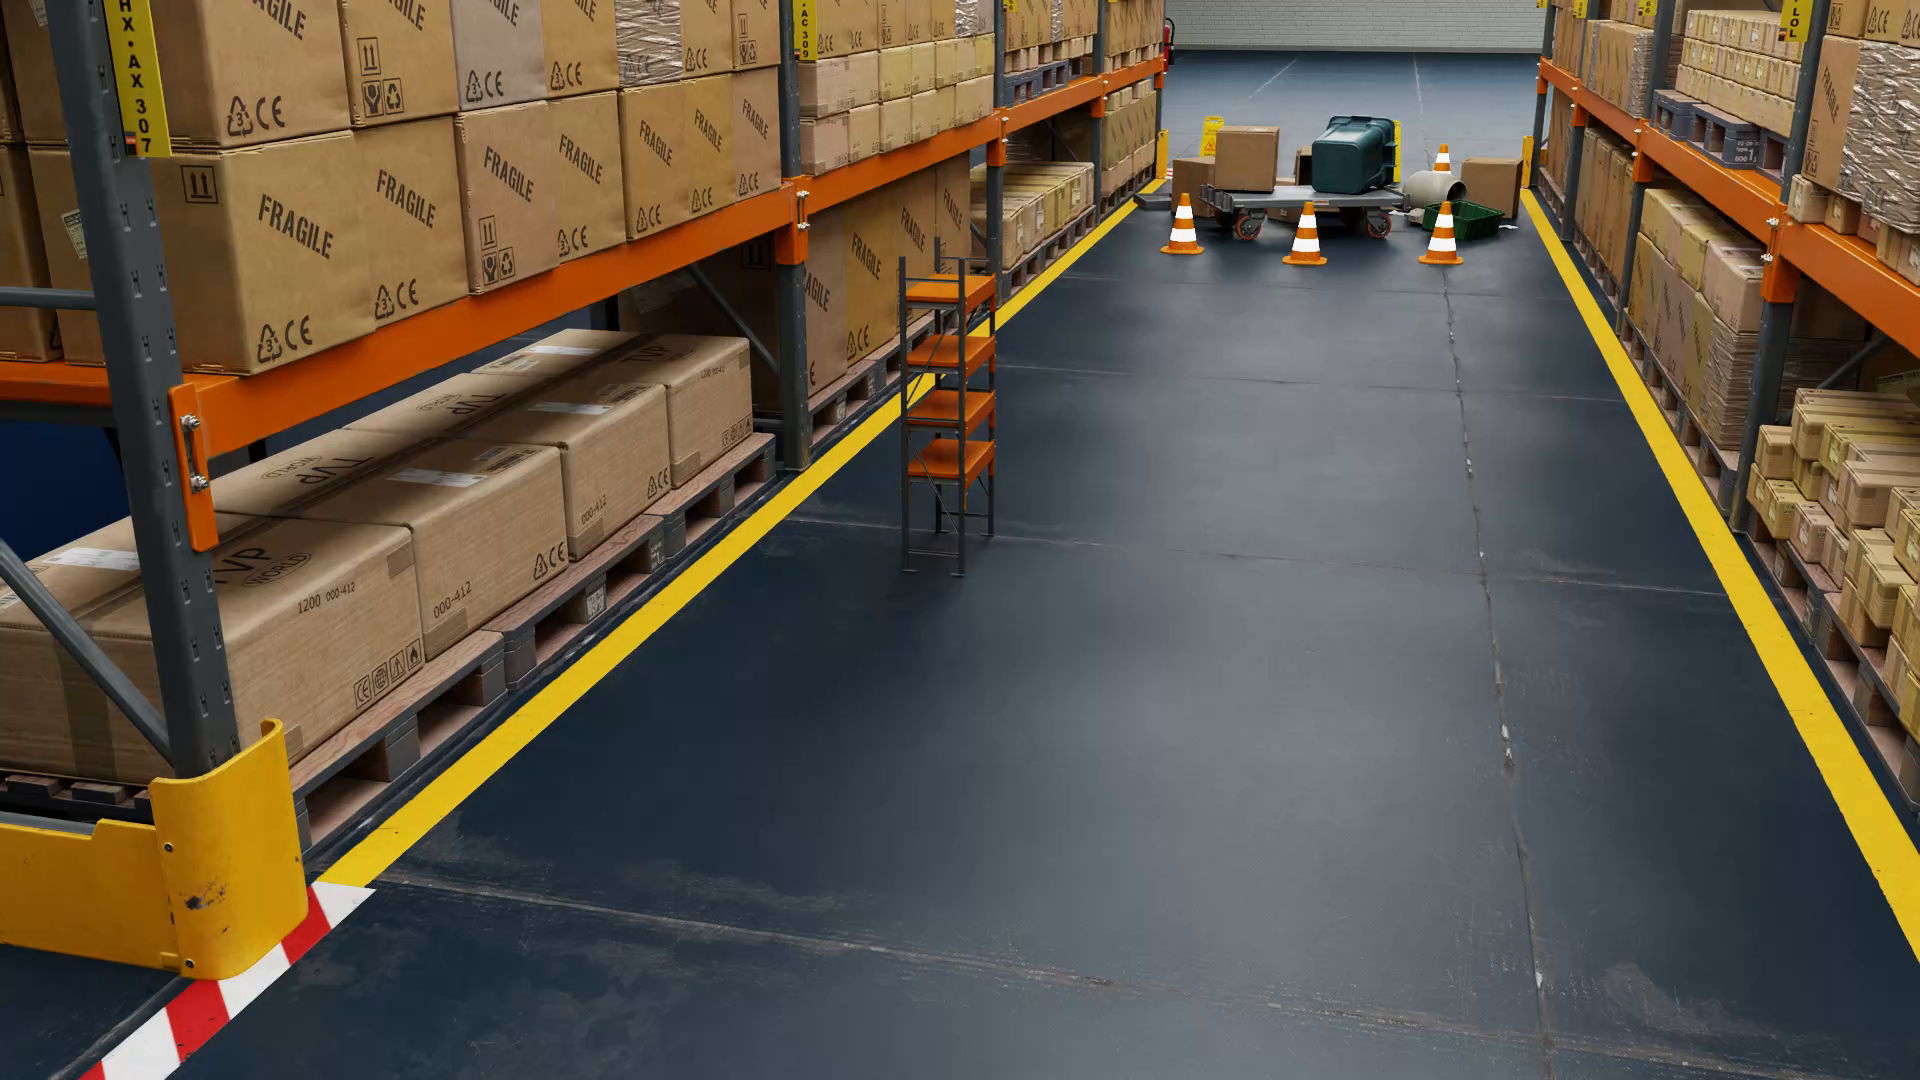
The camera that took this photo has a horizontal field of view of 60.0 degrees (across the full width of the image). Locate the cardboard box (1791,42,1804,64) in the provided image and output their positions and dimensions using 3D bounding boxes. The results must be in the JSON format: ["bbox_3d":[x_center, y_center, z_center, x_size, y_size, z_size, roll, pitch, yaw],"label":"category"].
[{"bbox_3d":[3.610,-2.005,6.736,0.380,0.149,0.250,4,19,12],"label":"cardboard box"}]

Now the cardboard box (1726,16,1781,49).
[{"bbox_3d":[3.993,-2.492,8.160,0.380,0.149,0.250,5,20,15],"label":"cardboard box"}]

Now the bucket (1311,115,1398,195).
[{"bbox_3d":[3.388,-3.321,14.481,0.726,0.611,0.620,12,32,32],"label":"bucket"}]

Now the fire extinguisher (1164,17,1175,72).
[{"bbox_3d":[2.218,-5.501,18.273,0.296,0.674,0.183,5,19,13],"label":"fire extinguisher"}]

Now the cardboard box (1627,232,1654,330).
[{"bbox_3d":[4.193,-1.486,9.615,0.500,0.500,0.500,4,19,11],"label":"cardboard box"}]

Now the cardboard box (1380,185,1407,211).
[{"bbox_3d":[4.225,-3.316,15.985,0.396,0.266,0.258,8,21,23],"label":"cardboard box"}]

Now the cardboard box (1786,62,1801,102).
[{"bbox_3d":[3.605,-1.862,6.776,0.380,0.149,0.250,5,19,14],"label":"cardboard box"}]

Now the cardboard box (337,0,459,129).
[{"bbox_3d":[-1.653,-1.335,4.253,0.500,0.500,0.500,4,19,12],"label":"cardboard box"}]

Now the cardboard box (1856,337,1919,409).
[{"bbox_3d":[4.074,-0.645,7.152,0.500,0.500,0.500,5,20,16],"label":"cardboard box"}]

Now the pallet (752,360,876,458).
[{"bbox_3d":[-1.073,-0.706,8.427,1.003,0.211,1.213,5,19,13],"label":"pallet"}]

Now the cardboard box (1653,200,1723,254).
[{"bbox_3d":[4.086,-1.687,9.042,0.500,0.250,0.500,4,19,13],"label":"cardboard box"}]

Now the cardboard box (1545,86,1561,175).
[{"bbox_3d":[6.466,-4.155,16.848,0.875,0.875,0.875,5,19,14],"label":"cardboard box"}]

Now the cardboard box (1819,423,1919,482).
[{"bbox_3d":[3.212,-0.293,5.745,0.380,0.149,0.250,4,19,13],"label":"cardboard box"}]

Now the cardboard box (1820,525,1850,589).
[{"bbox_3d":[3.147,0.070,5.603,0.380,0.149,0.250,4,19,12],"label":"cardboard box"}]

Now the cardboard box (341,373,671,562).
[{"bbox_3d":[-1.664,-0.295,6.224,0.875,0.438,0.875,4,19,12],"label":"cardboard box"}]

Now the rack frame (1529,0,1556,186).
[{"bbox_3d":[6.568,-5.179,17.210,1.000,3.000,0.127,5,19,13],"label":"rack frame"}]

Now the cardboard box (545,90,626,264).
[{"bbox_3d":[-1.426,-1.176,5.335,0.500,0.500,0.500,5,20,15],"label":"cardboard box"}]

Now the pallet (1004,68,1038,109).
[{"bbox_3d":[-0.141,-3.172,11.631,1.213,0.211,1.003,5,19,13],"label":"pallet"}]

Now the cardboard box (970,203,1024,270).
[{"bbox_3d":[-0.064,-2.163,11.794,0.950,0.372,0.625,3,19,10],"label":"cardboard box"}]

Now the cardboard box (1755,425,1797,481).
[{"bbox_3d":[3.237,-0.320,6.285,0.380,0.149,0.250,6,20,16],"label":"cardboard box"}]

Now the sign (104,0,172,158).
[{"bbox_3d":[-1.629,-0.925,3.293,0.100,0.325,0.005,5,19,13],"label":"sign"}]

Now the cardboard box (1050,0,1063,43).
[{"bbox_3d":[0.496,-4.028,12.574,0.500,0.500,0.500,4,19,11],"label":"cardboard box"}]

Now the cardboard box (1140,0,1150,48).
[{"bbox_3d":[1.625,-5.222,16.719,0.500,0.500,0.500,5,19,13],"label":"cardboard box"}]

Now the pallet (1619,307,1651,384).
[{"bbox_3d":[4.421,-1.107,9.603,1.003,0.211,1.213,5,19,13],"label":"pallet"}]

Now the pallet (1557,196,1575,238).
[{"bbox_3d":[5.852,-2.838,14.670,1.003,0.211,1.213,5,19,13],"label":"pallet"}]

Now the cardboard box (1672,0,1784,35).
[{"bbox_3d":[4.733,-3.332,10.101,0.700,0.500,0.500,5,19,13],"label":"cardboard box"}]

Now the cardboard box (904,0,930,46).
[{"bbox_3d":[-0.460,-2.894,8.819,0.500,0.500,0.500,4,19,12],"label":"cardboard box"}]

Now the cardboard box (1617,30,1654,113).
[{"bbox_3d":[4.586,-3.038,10.786,0.500,0.500,0.500,5,19,13],"label":"cardboard box"}]

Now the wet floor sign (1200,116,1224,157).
[{"bbox_3d":[2.827,-4.399,18.570,0.267,0.644,0.232,12,22,32],"label":"wet floor sign"}]

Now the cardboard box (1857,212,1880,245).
[{"bbox_3d":[3.244,-1.062,5.544,0.380,0.149,0.250,4,19,11],"label":"cardboard box"}]

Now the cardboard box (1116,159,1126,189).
[{"bbox_3d":[1.291,-3.514,15.940,0.500,0.250,0.500,6,20,16],"label":"cardboard box"}]

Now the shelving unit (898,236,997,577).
[{"bbox_3d":[-0.040,-0.516,6.342,0.258,1.200,0.503,5,19,13],"label":"shelving unit"}]

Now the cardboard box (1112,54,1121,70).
[{"bbox_3d":[1.295,-4.483,15.561,0.380,0.149,0.250,5,20,15],"label":"cardboard box"}]

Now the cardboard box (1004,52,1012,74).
[{"bbox_3d":[0.150,-3.284,11.401,0.380,0.149,0.250,3,19,10],"label":"cardboard box"}]

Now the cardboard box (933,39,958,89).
[{"bbox_3d":[-0.310,-2.702,9.415,0.500,0.250,0.500,4,19,12],"label":"cardboard box"}]

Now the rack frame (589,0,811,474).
[{"bbox_3d":[-1.189,-1.777,7.251,1.000,3.000,0.127,5,19,13],"label":"rack frame"}]

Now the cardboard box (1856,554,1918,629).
[{"bbox_3d":[2.871,0.164,4.869,0.380,0.149,0.250,5,19,14],"label":"cardboard box"}]

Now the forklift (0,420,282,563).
[{"bbox_3d":[-3.245,-1.289,5.928,1.130,2.935,3.031,5,19,14],"label":"forklift"}]

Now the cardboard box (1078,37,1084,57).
[{"bbox_3d":[0.798,-4.017,13.546,0.380,0.149,0.250,4,19,12],"label":"cardboard box"}]

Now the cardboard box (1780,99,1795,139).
[{"bbox_3d":[3.604,-1.720,6.820,0.380,0.149,0.250,5,19,14],"label":"cardboard box"}]

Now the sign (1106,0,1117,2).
[{"bbox_3d":[1.305,-4.790,14.279,0.100,0.325,0.005,5,19,13],"label":"sign"}]

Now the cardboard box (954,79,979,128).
[{"bbox_3d":[-0.193,-2.620,9.949,0.500,0.250,0.500,5,19,14],"label":"cardboard box"}]

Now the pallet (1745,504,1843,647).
[{"bbox_3d":[3.506,0.115,6.025,1.003,0.211,1.213,5,19,13],"label":"pallet"}]

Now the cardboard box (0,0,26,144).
[{"bbox_3d":[-2.279,-1.214,3.900,0.500,0.500,0.500,5,20,15],"label":"cardboard box"}]

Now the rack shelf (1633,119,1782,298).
[{"bbox_3d":[4.125,-1.705,8.150,1.077,0.370,4.000,5,19,13],"label":"rack shelf"}]

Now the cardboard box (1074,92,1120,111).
[{"bbox_3d":[1.261,-4.042,15.322,0.380,0.149,0.250,5,19,14],"label":"cardboard box"}]

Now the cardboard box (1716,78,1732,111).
[{"bbox_3d":[3.986,-2.212,8.261,0.380,0.149,0.250,5,19,14],"label":"cardboard box"}]

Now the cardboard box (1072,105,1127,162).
[{"bbox_3d":[1.291,-3.870,15.820,0.500,0.500,0.500,5,20,16],"label":"cardboard box"}]

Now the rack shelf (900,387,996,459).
[{"bbox_3d":[-0.040,-0.452,6.363,0.258,0.148,0.480,5,19,13],"label":"rack shelf"}]

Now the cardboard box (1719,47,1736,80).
[{"bbox_3d":[3.987,-2.353,8.215,0.380,0.149,0.250,4,19,13],"label":"cardboard box"}]

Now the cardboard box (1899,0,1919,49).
[{"bbox_3d":[3.024,-1.638,4.681,0.500,0.500,0.500,5,19,14],"label":"cardboard box"}]

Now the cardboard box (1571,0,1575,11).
[{"bbox_3d":[5.736,-4.802,14.203,0.875,0.550,0.550,5,19,13],"label":"cardboard box"}]
